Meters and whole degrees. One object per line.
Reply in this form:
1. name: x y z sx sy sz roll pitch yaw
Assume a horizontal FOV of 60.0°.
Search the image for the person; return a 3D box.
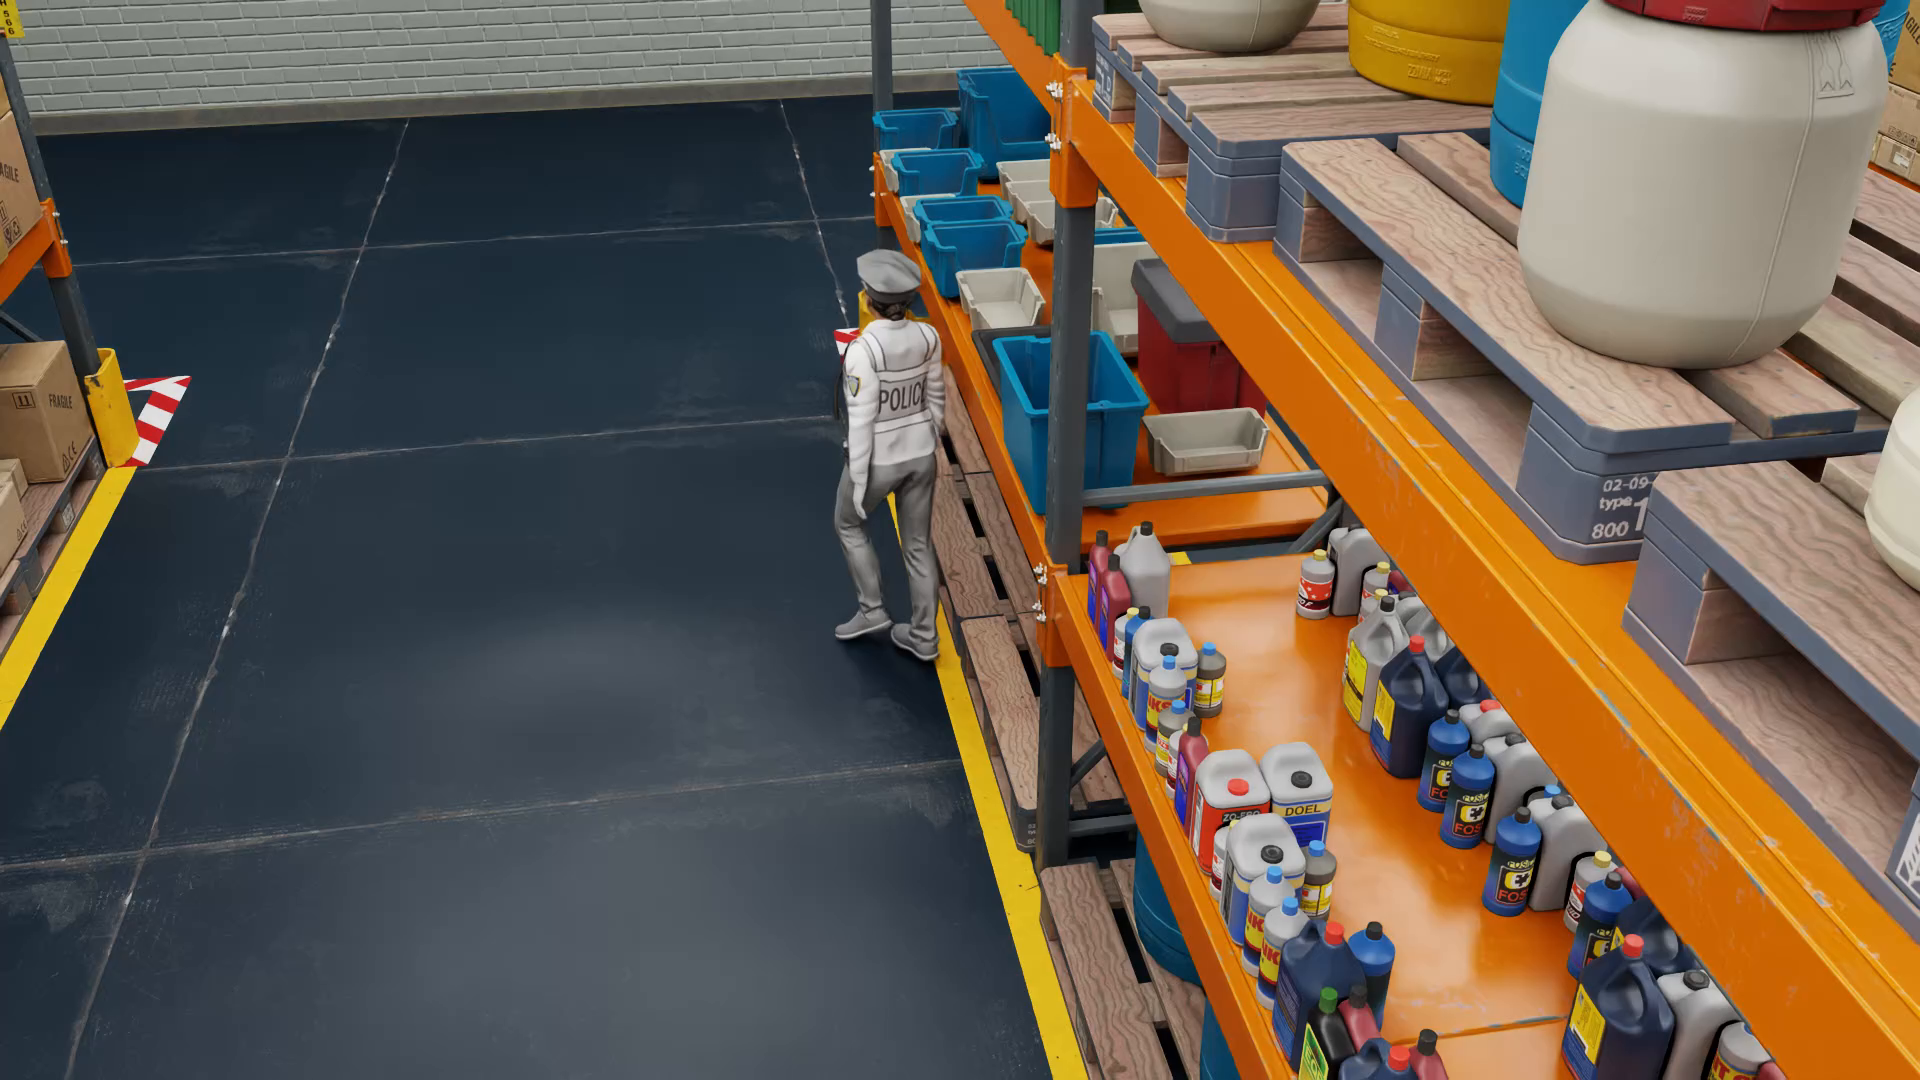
1. person: -0.245 -0.298 6.607 0.512 1.692 0.514 -19 36 -28
